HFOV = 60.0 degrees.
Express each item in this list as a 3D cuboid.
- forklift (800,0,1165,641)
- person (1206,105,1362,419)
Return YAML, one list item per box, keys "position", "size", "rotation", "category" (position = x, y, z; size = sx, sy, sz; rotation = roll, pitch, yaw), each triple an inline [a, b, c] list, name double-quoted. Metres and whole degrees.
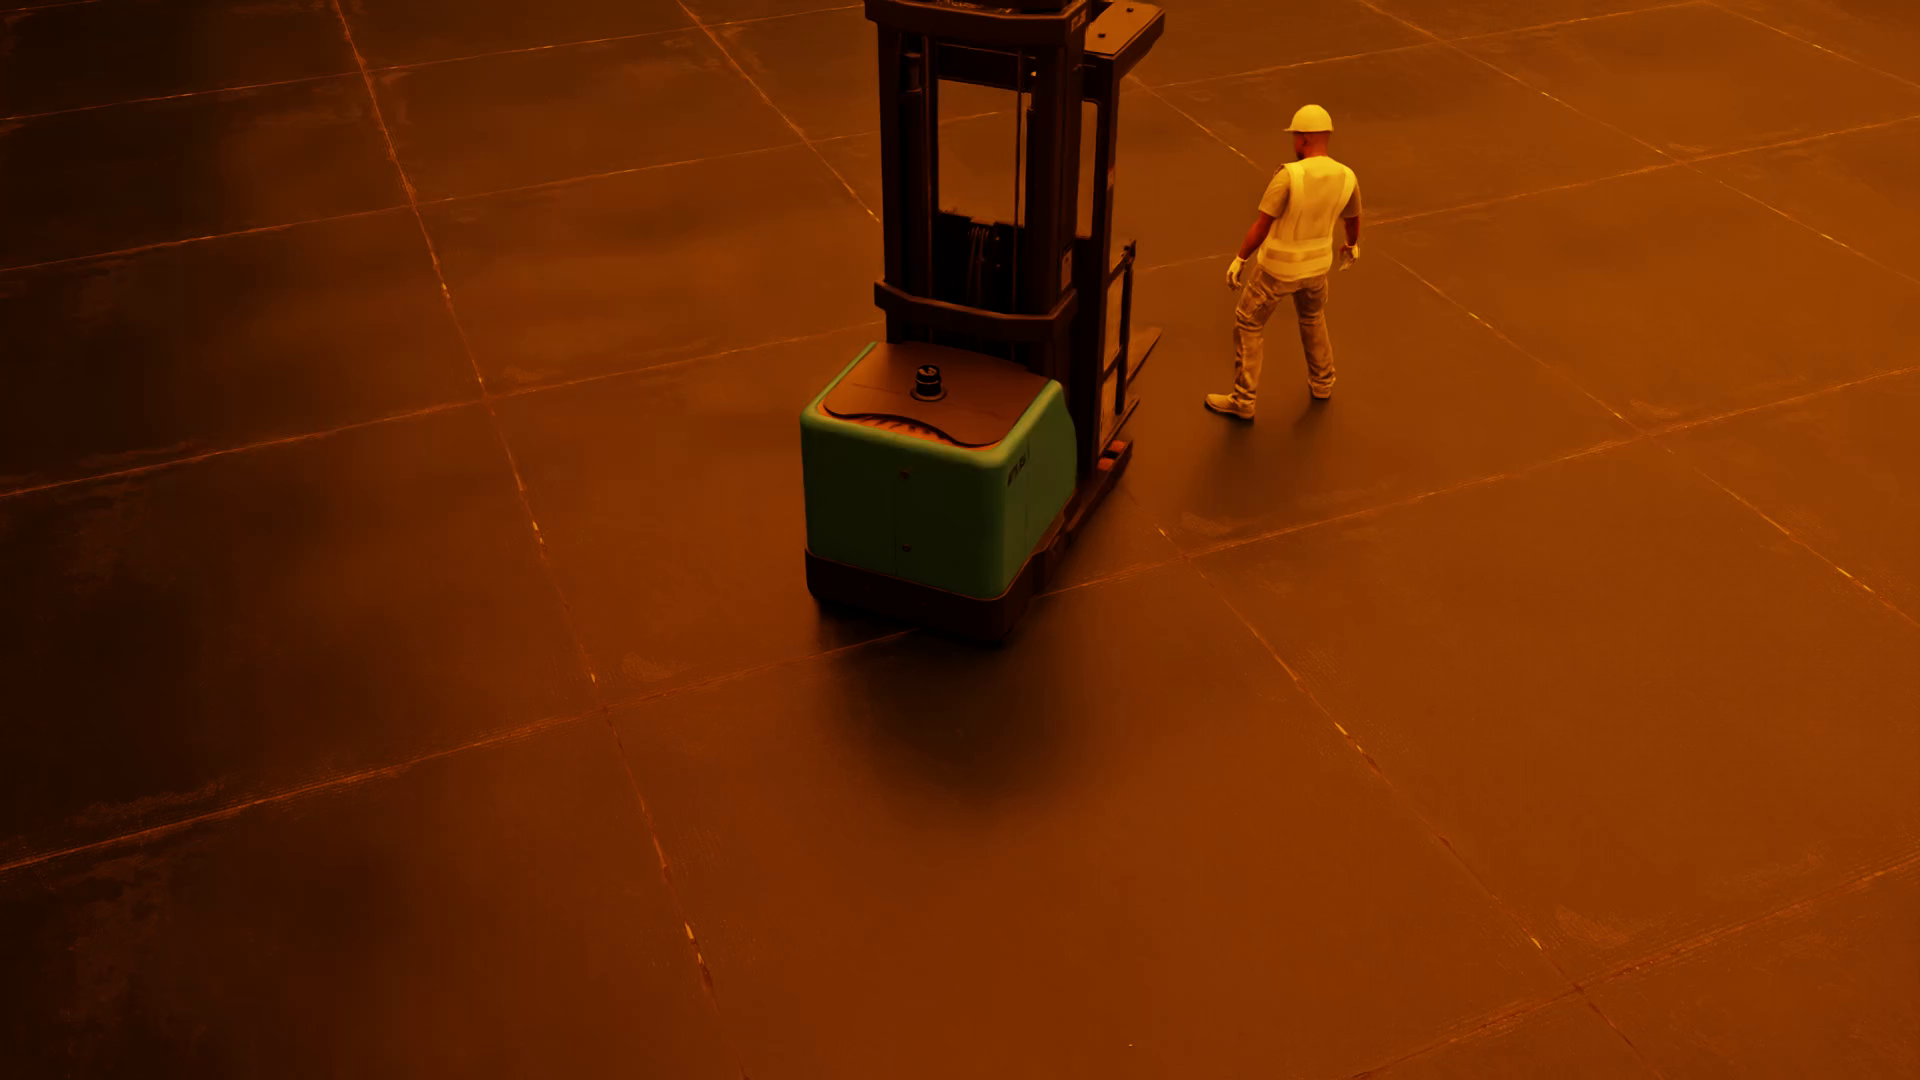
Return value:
- position: [0.303, -1.565, 8.300]
  size: [1.130, 2.935, 3.031]
  rotation: [14, 38, 19]
  category: "forklift"
- position: [1.877, -1.572, 9.352]
  size: [0.937, 1.733, 0.433]
  rotation: [-14, 38, -19]
  category: "person"
